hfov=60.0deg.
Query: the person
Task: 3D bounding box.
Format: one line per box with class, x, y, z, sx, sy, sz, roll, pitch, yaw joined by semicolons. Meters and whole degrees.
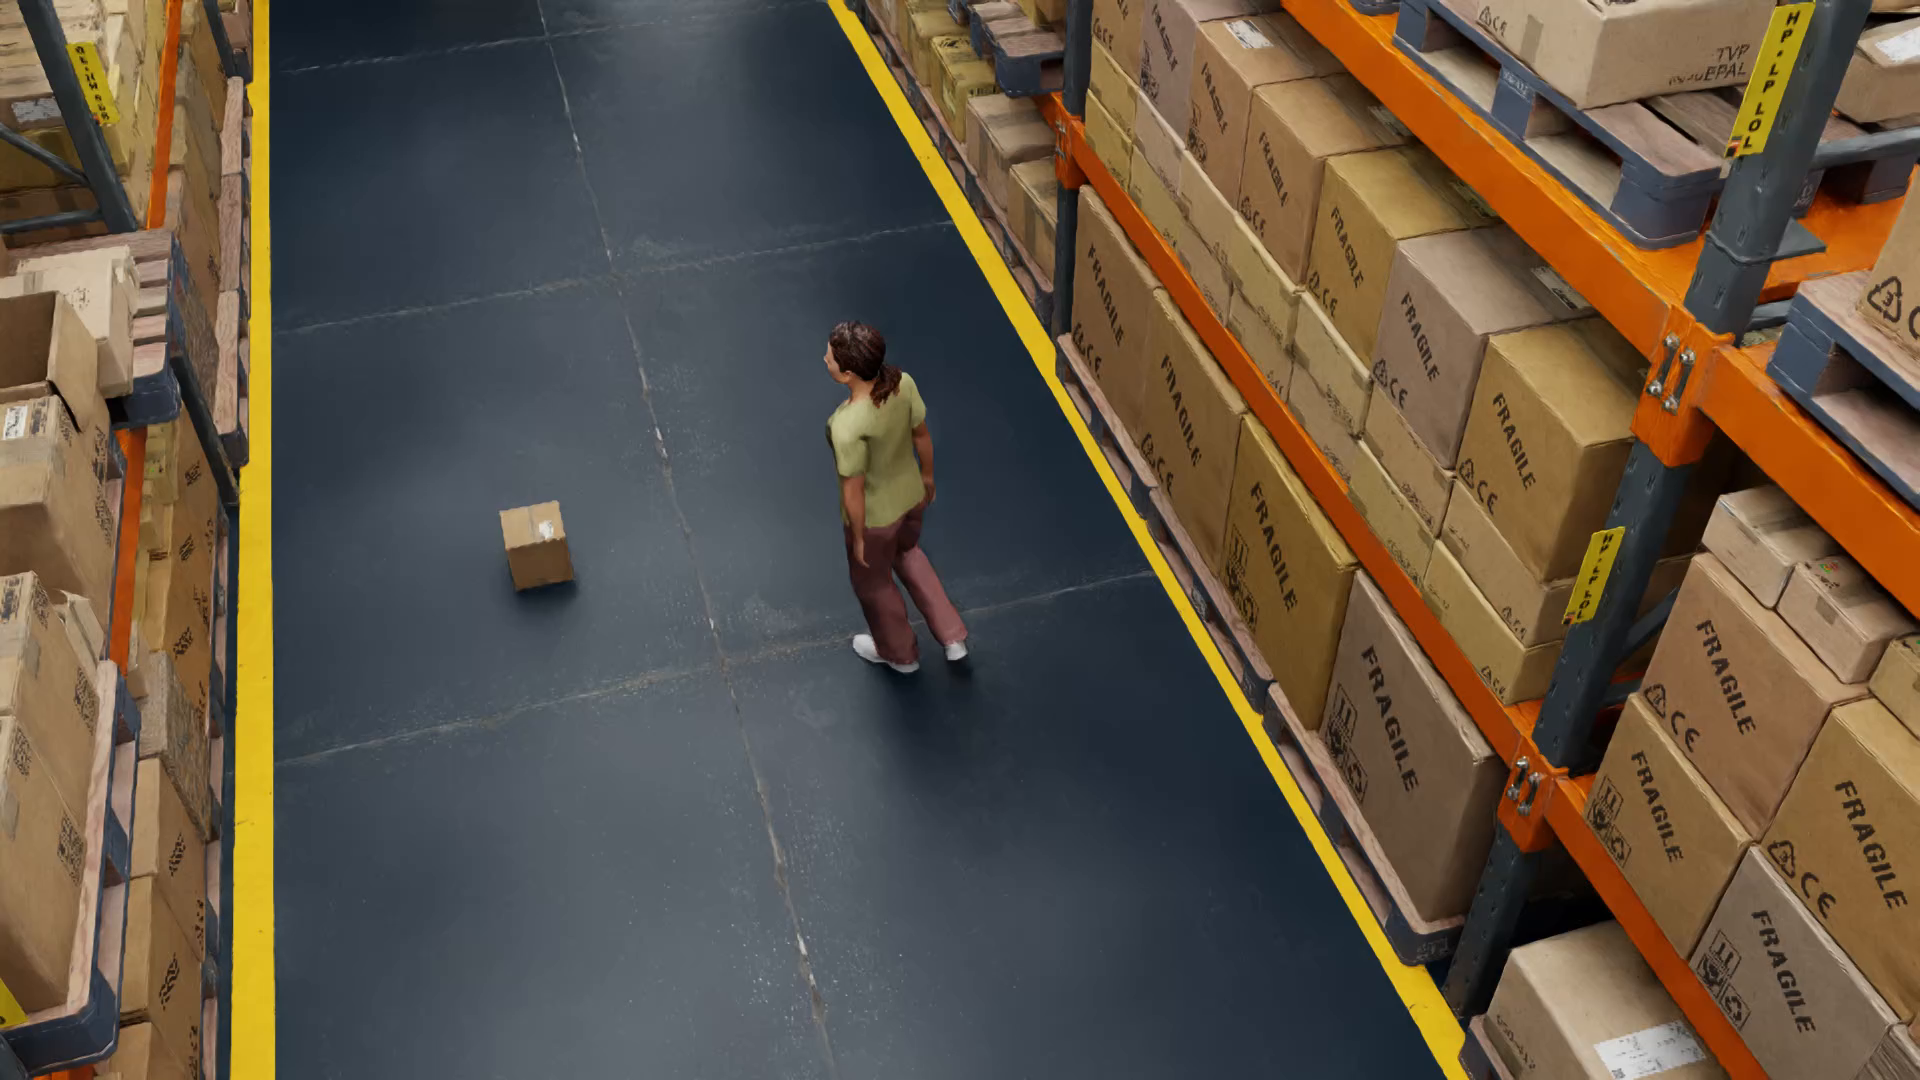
person;-0.222;-0.099;6.271;0.506;1.662;0.514;28;49;27
